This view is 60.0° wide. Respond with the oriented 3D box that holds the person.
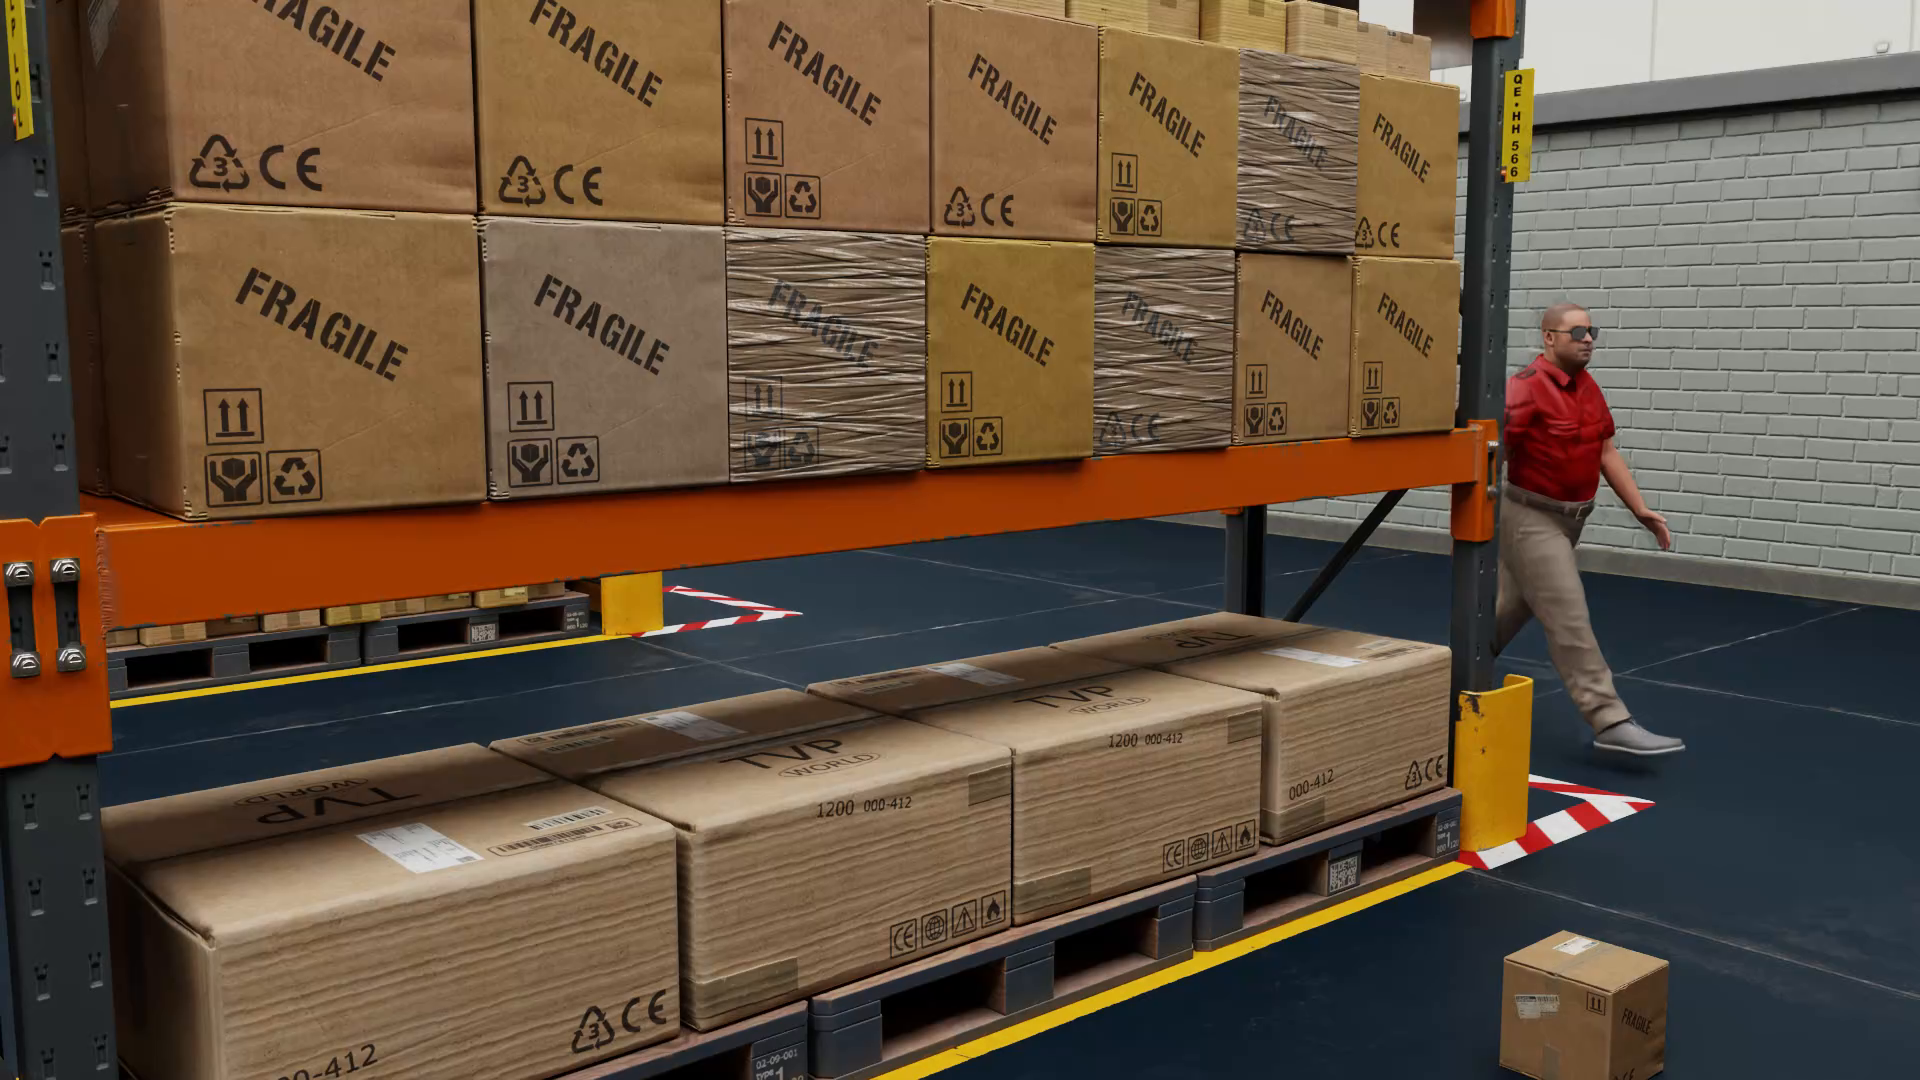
[{"bbox_3d":[2.275,-0.068,6.303,0.606,1.647,1.118,-7,10,-42],"label":"person"}]
